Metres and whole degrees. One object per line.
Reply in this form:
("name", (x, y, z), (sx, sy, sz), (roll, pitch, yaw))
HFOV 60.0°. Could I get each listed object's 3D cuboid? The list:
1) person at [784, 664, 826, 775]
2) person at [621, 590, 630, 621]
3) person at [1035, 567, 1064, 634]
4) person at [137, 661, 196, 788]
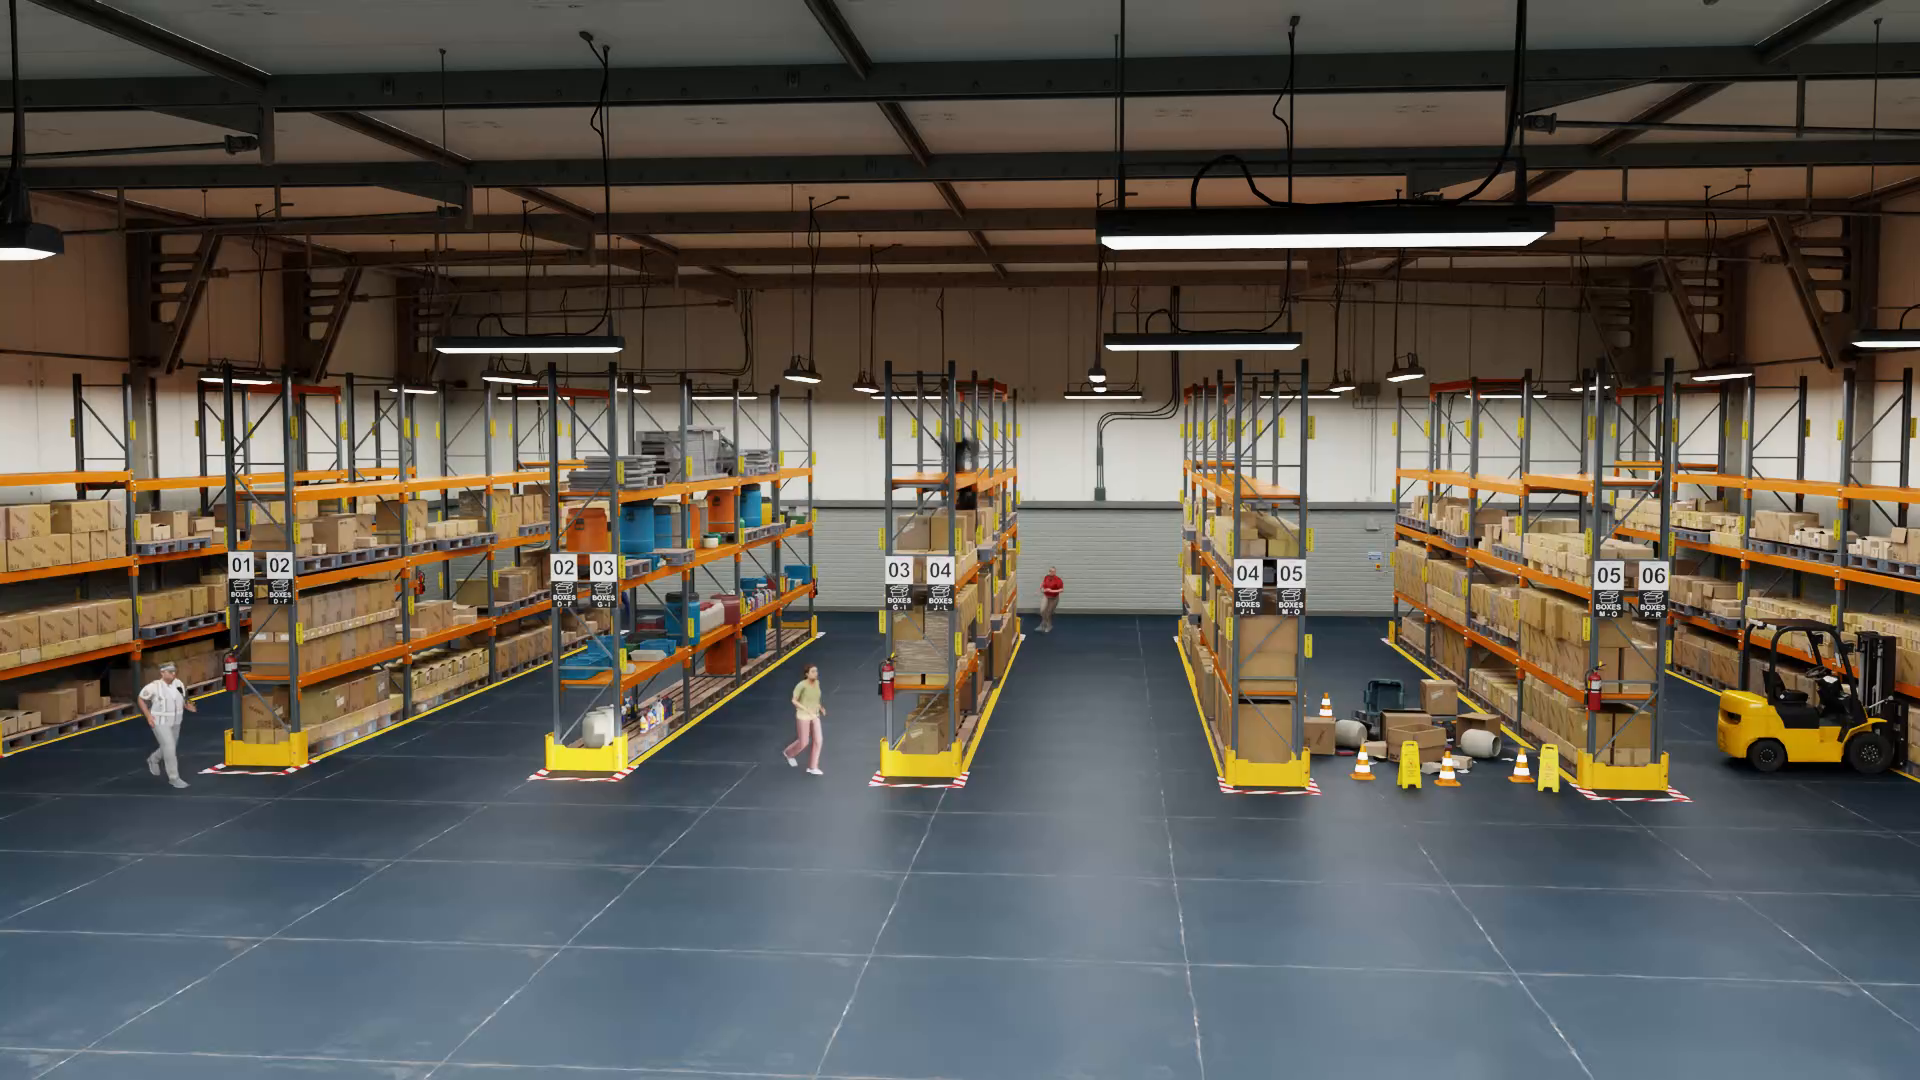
("person", (-2.288, 2.637, 24.329), (0.574, 1.545, 0.813), (-3, 5, -42))
("person", (-8.821, 1.378, 42.840), (0.924, 1.640, 0.629), (2, 4, 30))
("person", (2.199, 1.469, 41.022), (0.815, 1.644, 0.729), (1, 4, 21))
("person", (-11.266, 2.585, 23.524), (0.940, 1.778, 0.642), (2, 4, 27))
